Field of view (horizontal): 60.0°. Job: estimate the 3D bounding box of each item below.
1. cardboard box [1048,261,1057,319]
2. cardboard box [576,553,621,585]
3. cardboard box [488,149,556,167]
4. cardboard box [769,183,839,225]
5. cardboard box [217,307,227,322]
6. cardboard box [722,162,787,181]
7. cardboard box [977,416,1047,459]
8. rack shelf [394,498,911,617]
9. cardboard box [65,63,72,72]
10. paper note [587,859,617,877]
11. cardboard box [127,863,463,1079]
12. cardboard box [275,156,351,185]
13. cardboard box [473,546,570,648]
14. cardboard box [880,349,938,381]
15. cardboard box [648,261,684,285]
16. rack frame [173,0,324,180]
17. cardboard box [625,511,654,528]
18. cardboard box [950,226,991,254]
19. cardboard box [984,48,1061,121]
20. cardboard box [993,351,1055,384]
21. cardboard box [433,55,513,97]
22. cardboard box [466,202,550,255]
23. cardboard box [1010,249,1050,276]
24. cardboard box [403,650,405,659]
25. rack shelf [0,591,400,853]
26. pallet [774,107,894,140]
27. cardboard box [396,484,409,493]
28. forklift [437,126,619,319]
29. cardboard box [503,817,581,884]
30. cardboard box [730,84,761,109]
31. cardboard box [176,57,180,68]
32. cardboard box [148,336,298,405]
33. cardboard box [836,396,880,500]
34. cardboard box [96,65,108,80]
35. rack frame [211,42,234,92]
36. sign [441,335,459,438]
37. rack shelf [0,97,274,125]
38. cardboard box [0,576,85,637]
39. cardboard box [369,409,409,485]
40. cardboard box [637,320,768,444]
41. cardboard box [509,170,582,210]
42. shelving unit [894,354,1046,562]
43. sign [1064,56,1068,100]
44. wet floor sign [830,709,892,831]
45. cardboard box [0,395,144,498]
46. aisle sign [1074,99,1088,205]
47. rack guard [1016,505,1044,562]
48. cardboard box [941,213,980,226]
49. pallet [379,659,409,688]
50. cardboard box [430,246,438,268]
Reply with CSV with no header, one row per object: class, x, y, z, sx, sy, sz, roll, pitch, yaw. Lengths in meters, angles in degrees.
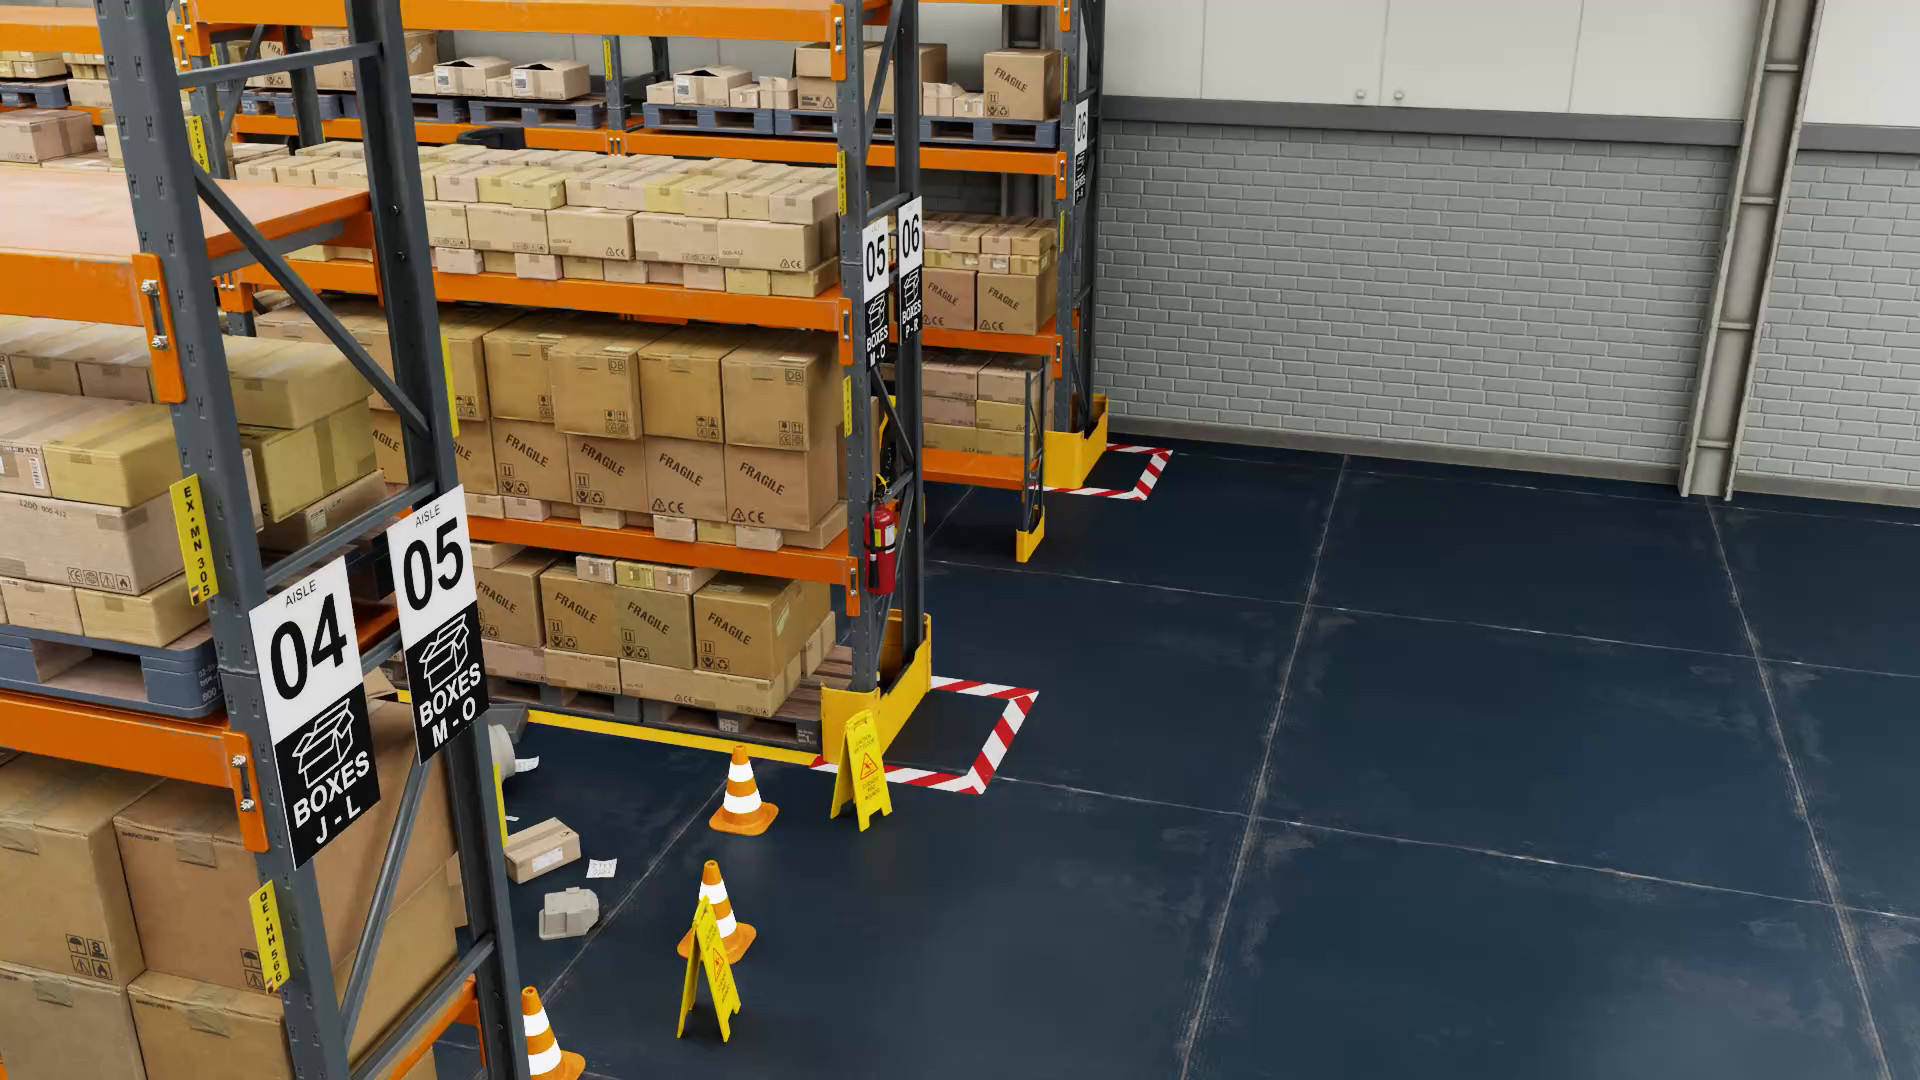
cardboard box,0.605,-2.250,14.576,0.500,0.500,0.500,7,23,17
cardboard box,-2.136,0.119,10.159,0.250,0.149,0.380,8,23,18
cardboard box,-2.633,-2.250,10.037,0.250,0.149,0.380,7,23,16
cardboard box,-0.840,-1.815,8.975,0.250,0.149,0.380,7,23,16
cardboard box,-5.107,-1.272,11.245,0.500,0.500,0.500,7,23,16
cardboard box,-1.180,-2.070,9.596,0.250,0.149,0.380,7,23,15
cardboard box,0.458,-0.907,14.504,0.500,0.250,0.500,7,23,16
rack shelf,-2.346,-0.131,10.490,4.000,0.370,1.077,7,23,16
cardboard box,-8.684,-4.718,16.418,0.250,0.149,0.380,7,23,16
paper note,-1.911,1.749,8.872,0.142,0.019,0.148,-1,22,-3
cardboard box,-2.133,1.471,5.438,0.550,0.550,0.875,7,23,16
cardboard box,-3.796,-2.153,9.798,0.250,0.149,0.380,7,23,17
cardboard box,-2.762,0.322,10.518,0.500,0.500,0.500,8,24,18
cardboard box,-0.509,-1.476,14.573,0.500,0.250,0.500,7,23,16
cardboard box,-1.569,-1.563,9.410,0.250,0.149,0.380,7,23,16
rack frame,-4.261,-3.459,9.749,0.127,3.000,1.000,7,23,16
cardboard box,-1.825,-0.211,10.069,0.250,0.149,0.380,7,23,16
cardboard box,0.092,-2.530,14.011,0.250,0.149,0.380,7,23,17
cardboard box,0.505,-3.683,13.432,0.500,0.500,0.500,7,23,17
cardboard box,0.593,-1.555,14.765,0.500,0.250,0.500,6,23,15
cardboard box,-4.329,-4.149,14.817,0.500,0.311,0.500,6,23,14
cardboard box,-2.462,-1.824,9.523,0.500,0.250,0.500,7,23,16
cardboard box,0.586,-2.331,13.919,0.250,0.149,0.380,7,23,16
cardboard box,-3.260,0.612,10.801,0.500,0.250,0.500,8,24,19
rack shelf,-3.679,0.291,5.509,4.000,0.370,1.077,7,23,16
pallet,-0.842,-3.615,14.200,1.213,0.211,1.003,7,23,16
cardboard box,-3.305,-0.349,10.405,0.250,0.149,0.380,7,23,17
forklift,-3.403,-1.911,13.972,3.031,2.935,1.130,6,23,14
cardboard box,-2.269,1.665,8.921,0.380,0.149,0.250,-20,29,-39
cardboard box,-1.753,-3.755,14.071,0.250,0.149,0.380,7,23,17
cardboard box,-7.075,-4.496,15.511,0.250,0.149,0.380,7,23,17
cardboard box,-2.232,-0.496,5.075,0.250,0.149,0.380,7,23,16
cardboard box,-0.805,-0.581,10.116,0.500,0.500,0.500,6,23,15
cardboard box,-8.031,-4.510,15.938,0.250,0.149,0.380,7,23,16
rack frame,-6.660,-5.701,15.216,0.127,3.000,1.000,7,23,16
sign,-1.598,-0.465,5.147,0.005,0.325,0.100,7,23,16
rack shelf,-8.575,-4.200,16.456,4.000,0.370,1.077,7,23,16
cardboard box,-2.422,0.112,4.644,0.250,0.149,0.380,7,23,16
cardboard box,-3.433,-0.671,10.335,0.500,0.500,0.500,6,23,15
cardboard box,-1.466,-0.926,9.639,0.500,0.500,0.700,7,23,16
cardboard box,-2.318,-1.971,9.355,0.250,0.149,0.380,7,23,17
shelving unit,0.073,-0.686,12.870,1.083,1.500,0.587,7,23,16
sign,0.829,-3.614,13.017,0.005,0.325,0.100,7,23,16
wet floor sign,-0.558,1.254,9.267,0.232,0.644,0.267,16,27,34
cardboard box,-2.424,-0.258,4.493,0.250,0.149,0.380,7,23,16
aisle sign,0.977,-3.137,13.445,0.004,0.787,0.394,7,23,16
rack guard,0.550,-0.053,12.974,0.087,0.250,0.587,7,23,16
cardboard box,0.009,-2.744,14.534,0.250,0.149,0.380,7,23,16
pallet,-3.608,0.668,11.269,1.213,0.211,1.003,7,23,16
cardboard box,-3.049,-1.720,9.795,0.250,0.149,0.380,6,23,14
